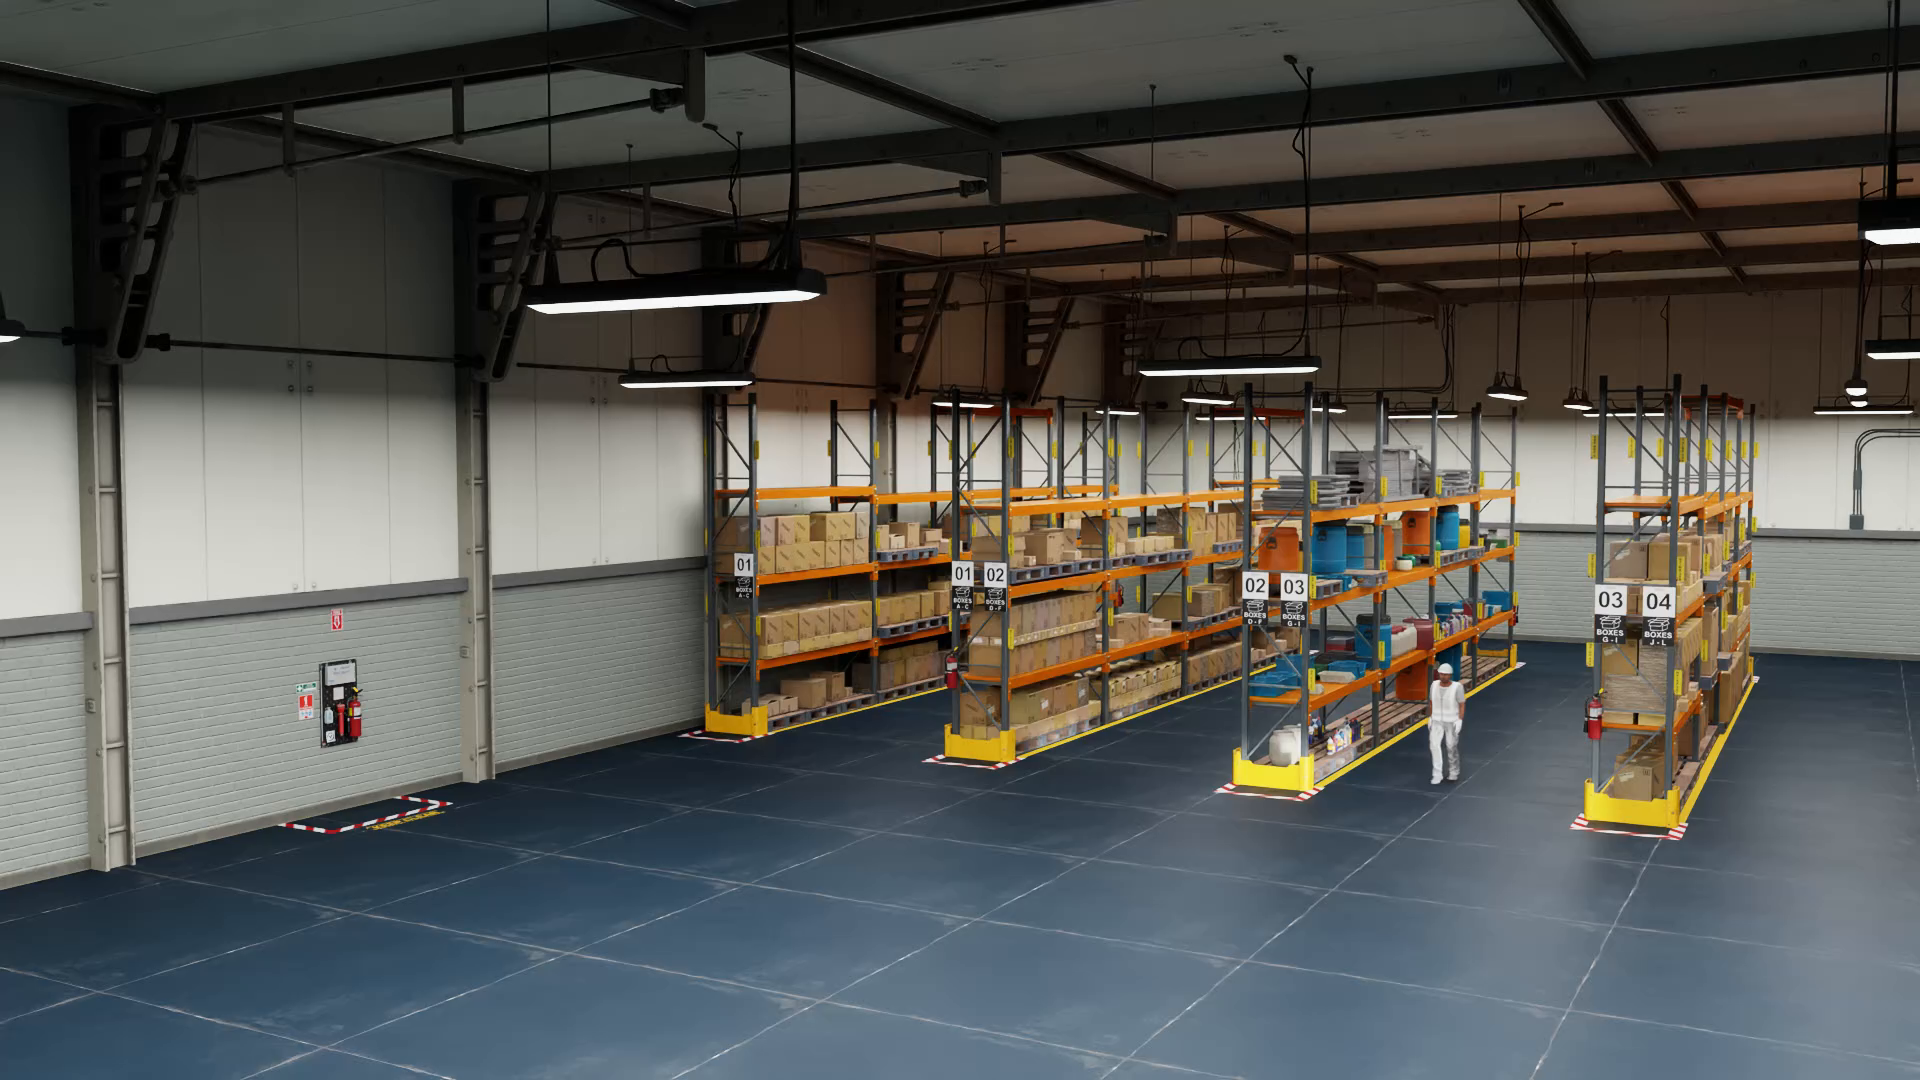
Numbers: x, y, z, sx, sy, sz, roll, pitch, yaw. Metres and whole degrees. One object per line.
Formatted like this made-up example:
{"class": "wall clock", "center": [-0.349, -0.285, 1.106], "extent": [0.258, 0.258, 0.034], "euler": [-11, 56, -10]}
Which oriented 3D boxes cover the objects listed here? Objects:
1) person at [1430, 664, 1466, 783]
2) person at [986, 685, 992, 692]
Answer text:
{"class": "person", "center": [7.339, 2.773, 25.096], "extent": [0.557, 1.825, 0.607], "euler": [-3, 4, -45]}
{"class": "person", "center": [0.576, 2.487, 31.349], "extent": [0.998, 1.613, 0.472], "euler": [-2, 4, -32]}
